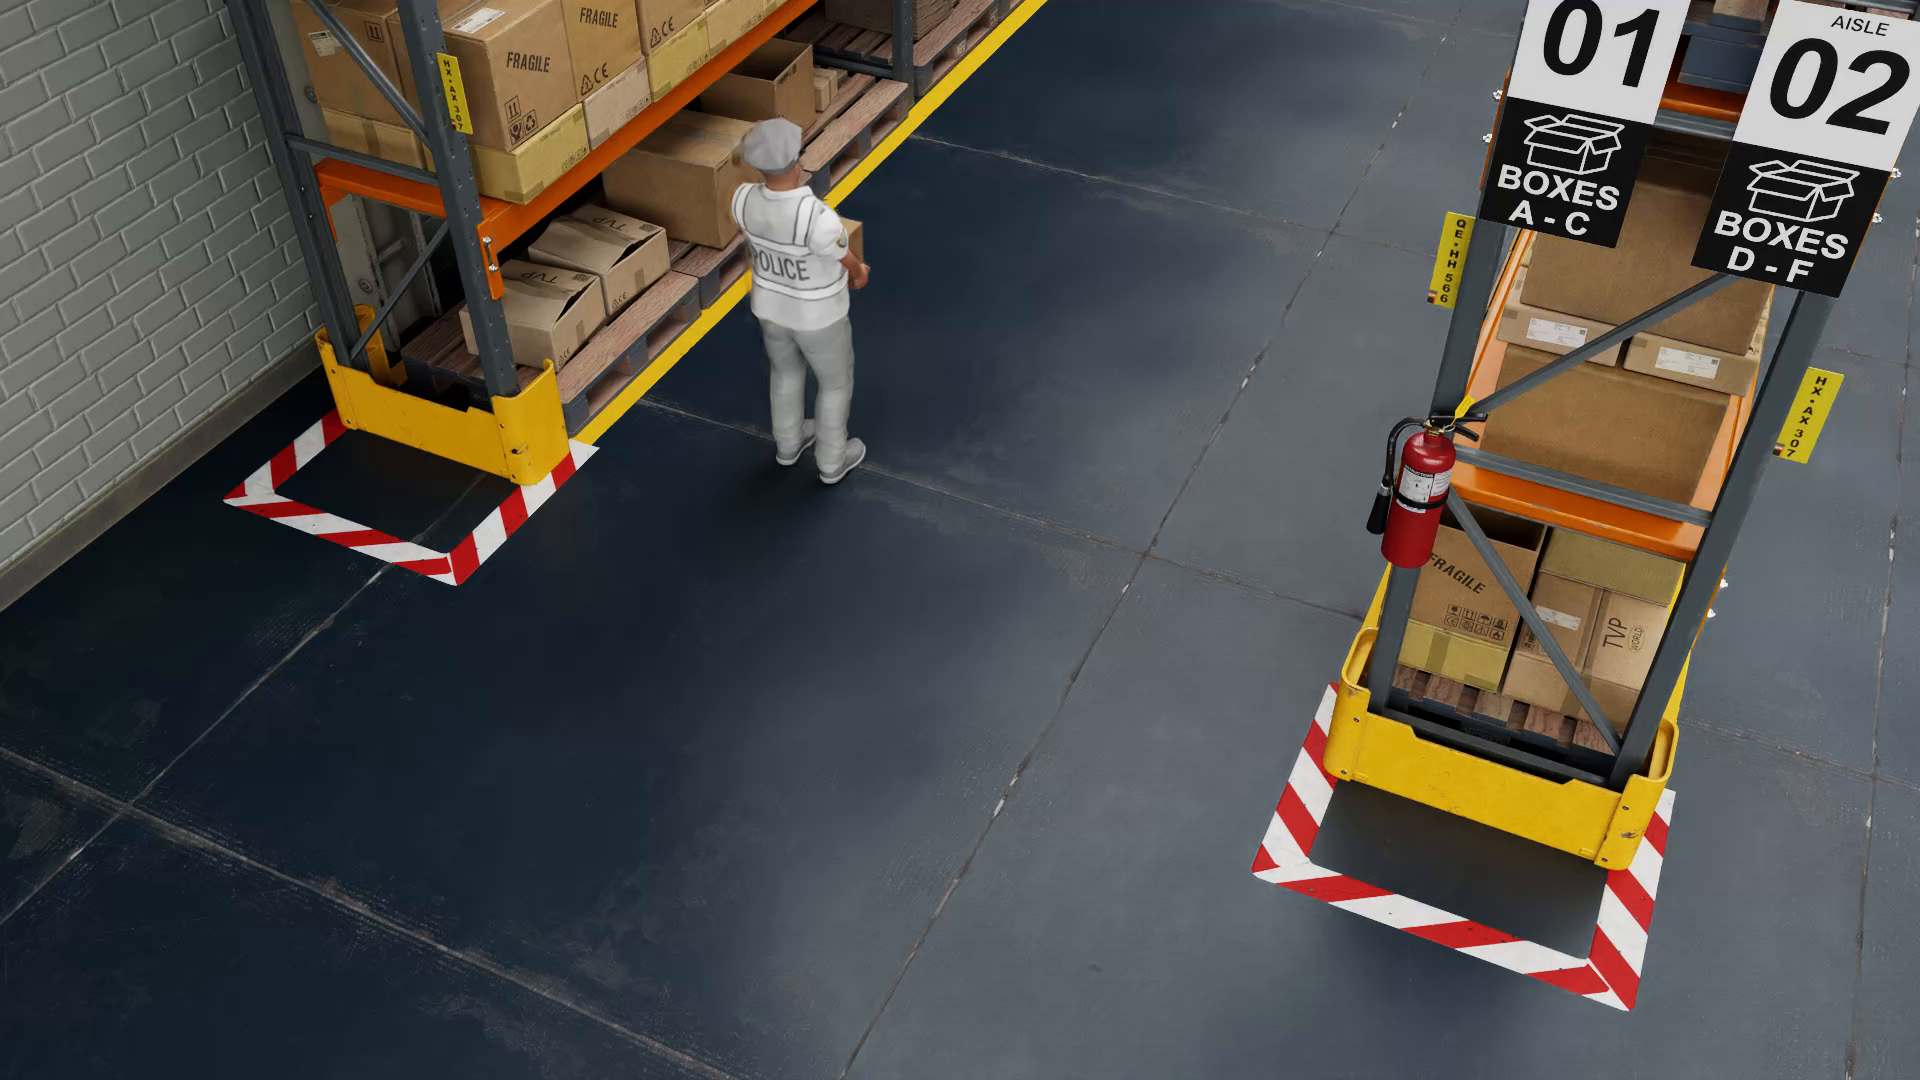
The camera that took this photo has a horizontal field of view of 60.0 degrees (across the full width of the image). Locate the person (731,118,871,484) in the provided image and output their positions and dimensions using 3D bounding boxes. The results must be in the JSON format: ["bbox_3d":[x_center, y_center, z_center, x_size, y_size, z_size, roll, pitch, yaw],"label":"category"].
[{"bbox_3d":[-0.667,-1.081,7.346,0.499,1.775,0.559,19,45,20],"label":"person"}]
